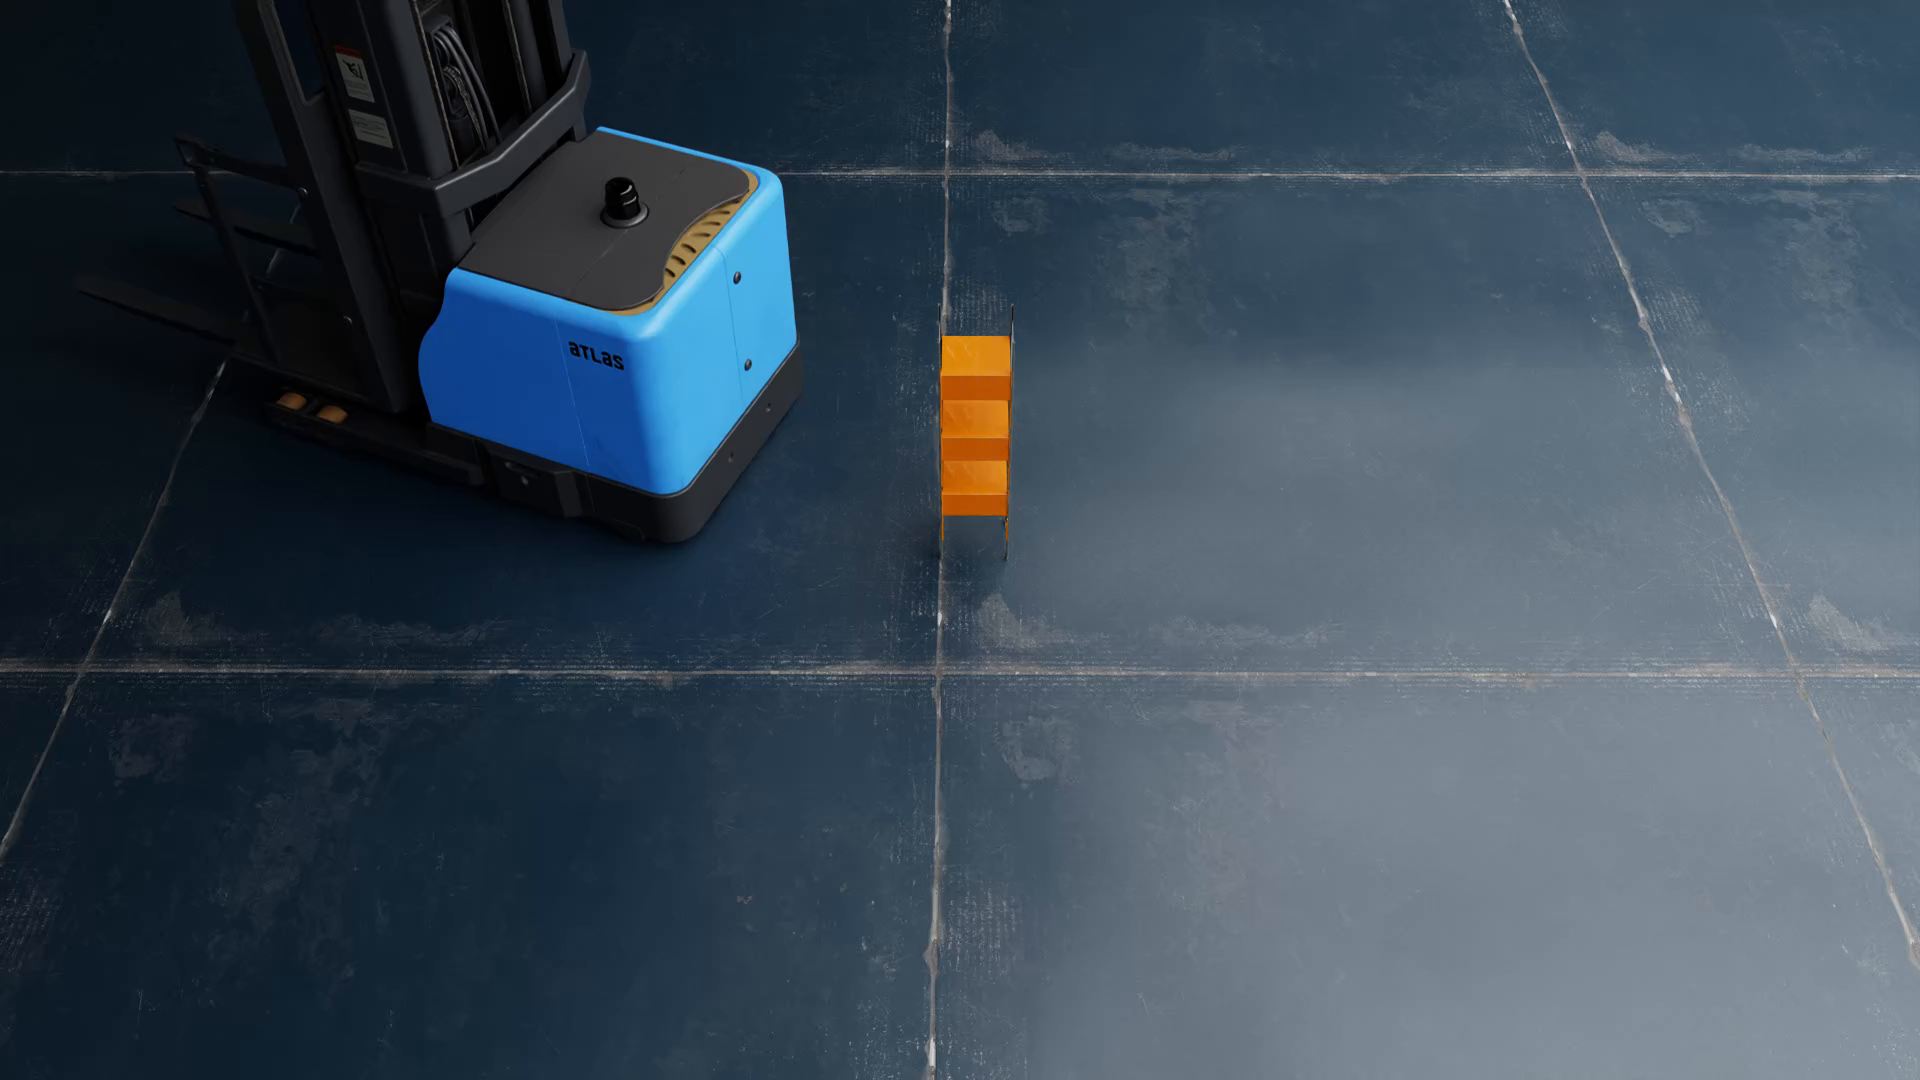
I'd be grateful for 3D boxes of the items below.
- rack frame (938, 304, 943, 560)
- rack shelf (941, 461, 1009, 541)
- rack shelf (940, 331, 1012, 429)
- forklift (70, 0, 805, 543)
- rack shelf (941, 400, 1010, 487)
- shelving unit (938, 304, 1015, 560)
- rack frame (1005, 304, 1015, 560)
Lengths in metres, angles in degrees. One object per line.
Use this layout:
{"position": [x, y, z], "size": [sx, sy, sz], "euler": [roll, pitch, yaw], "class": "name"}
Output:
{"position": [-0.069, -0.358, 5.866], "size": [0.008, 1.050, 0.200], "euler": [0, 47, 0], "class": "rack frame"}
{"position": [0.054, -0.161, 6.077], "size": [0.240, 0.259, 0.215], "euler": [0, 47, 0], "class": "rack shelf"}
{"position": [0.053, -0.544, 5.666], "size": [0.240, 0.259, 0.215], "euler": [0, 47, 0], "class": "rack shelf"}
{"position": [-2.195, -1.704, 5.834], "size": [3.031, 2.935, 1.130], "euler": [17, 49, 16], "class": "forklift"}
{"position": [0.053, -0.350, 5.873], "size": [0.240, 0.259, 0.215], "euler": [0, 47, 0], "class": "rack shelf"}
{"position": [0.053, -0.358, 5.866], "size": [0.252, 1.050, 0.215], "euler": [0, 47, 0], "class": "shelving unit"}
{"position": [0.175, -0.357, 5.865], "size": [0.008, 1.050, 0.200], "euler": [0, 47, 0], "class": "rack frame"}
